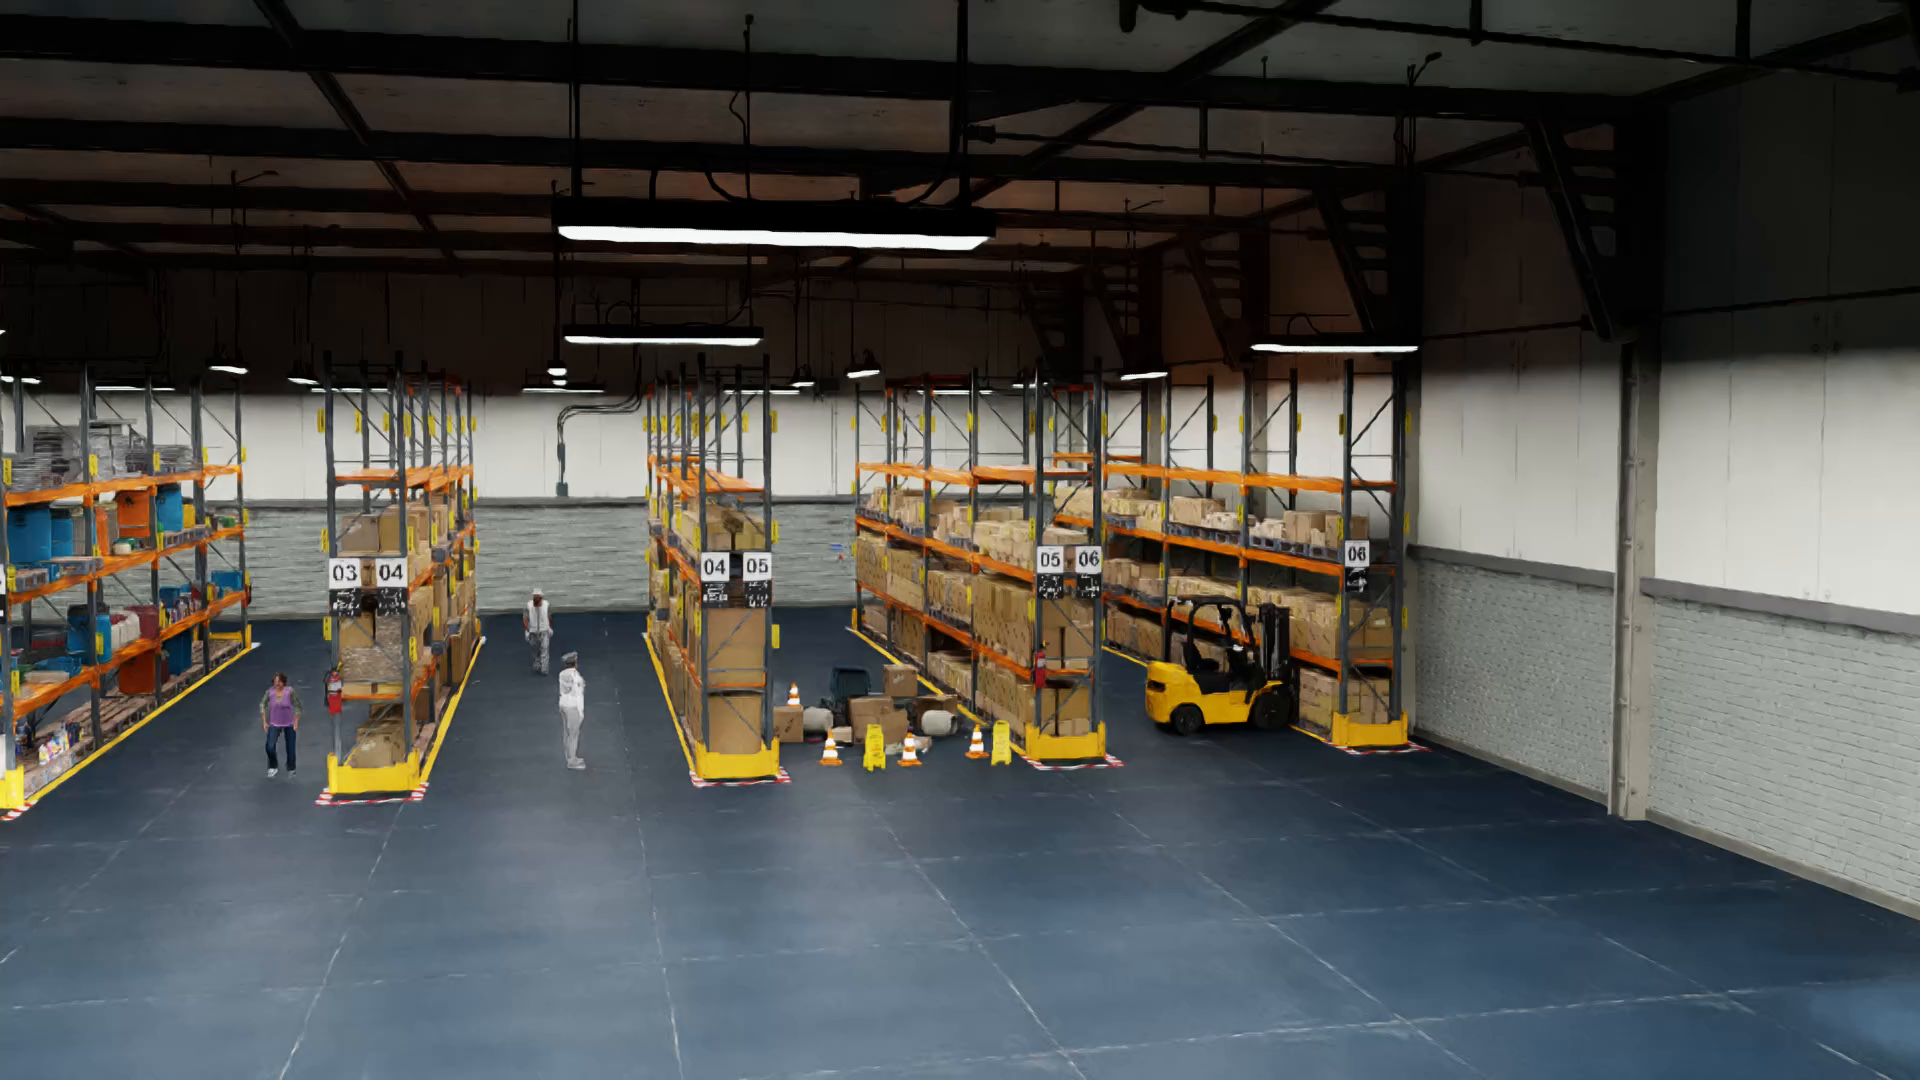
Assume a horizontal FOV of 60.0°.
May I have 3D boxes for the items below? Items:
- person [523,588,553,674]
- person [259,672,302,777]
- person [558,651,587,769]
[{"bbox_3d":[-8.497,1.808,33.475,0.566,1.706,1.122,-1,4,-11],"label":"person"},{"bbox_3d":[-9.591,2.657,23.500,0.566,1.433,0.516,-1,4,-15],"label":"person"},{"bbox_3d":[-5.627,2.465,24.255,0.408,1.678,0.538,-4,5,-43],"label":"person"}]
